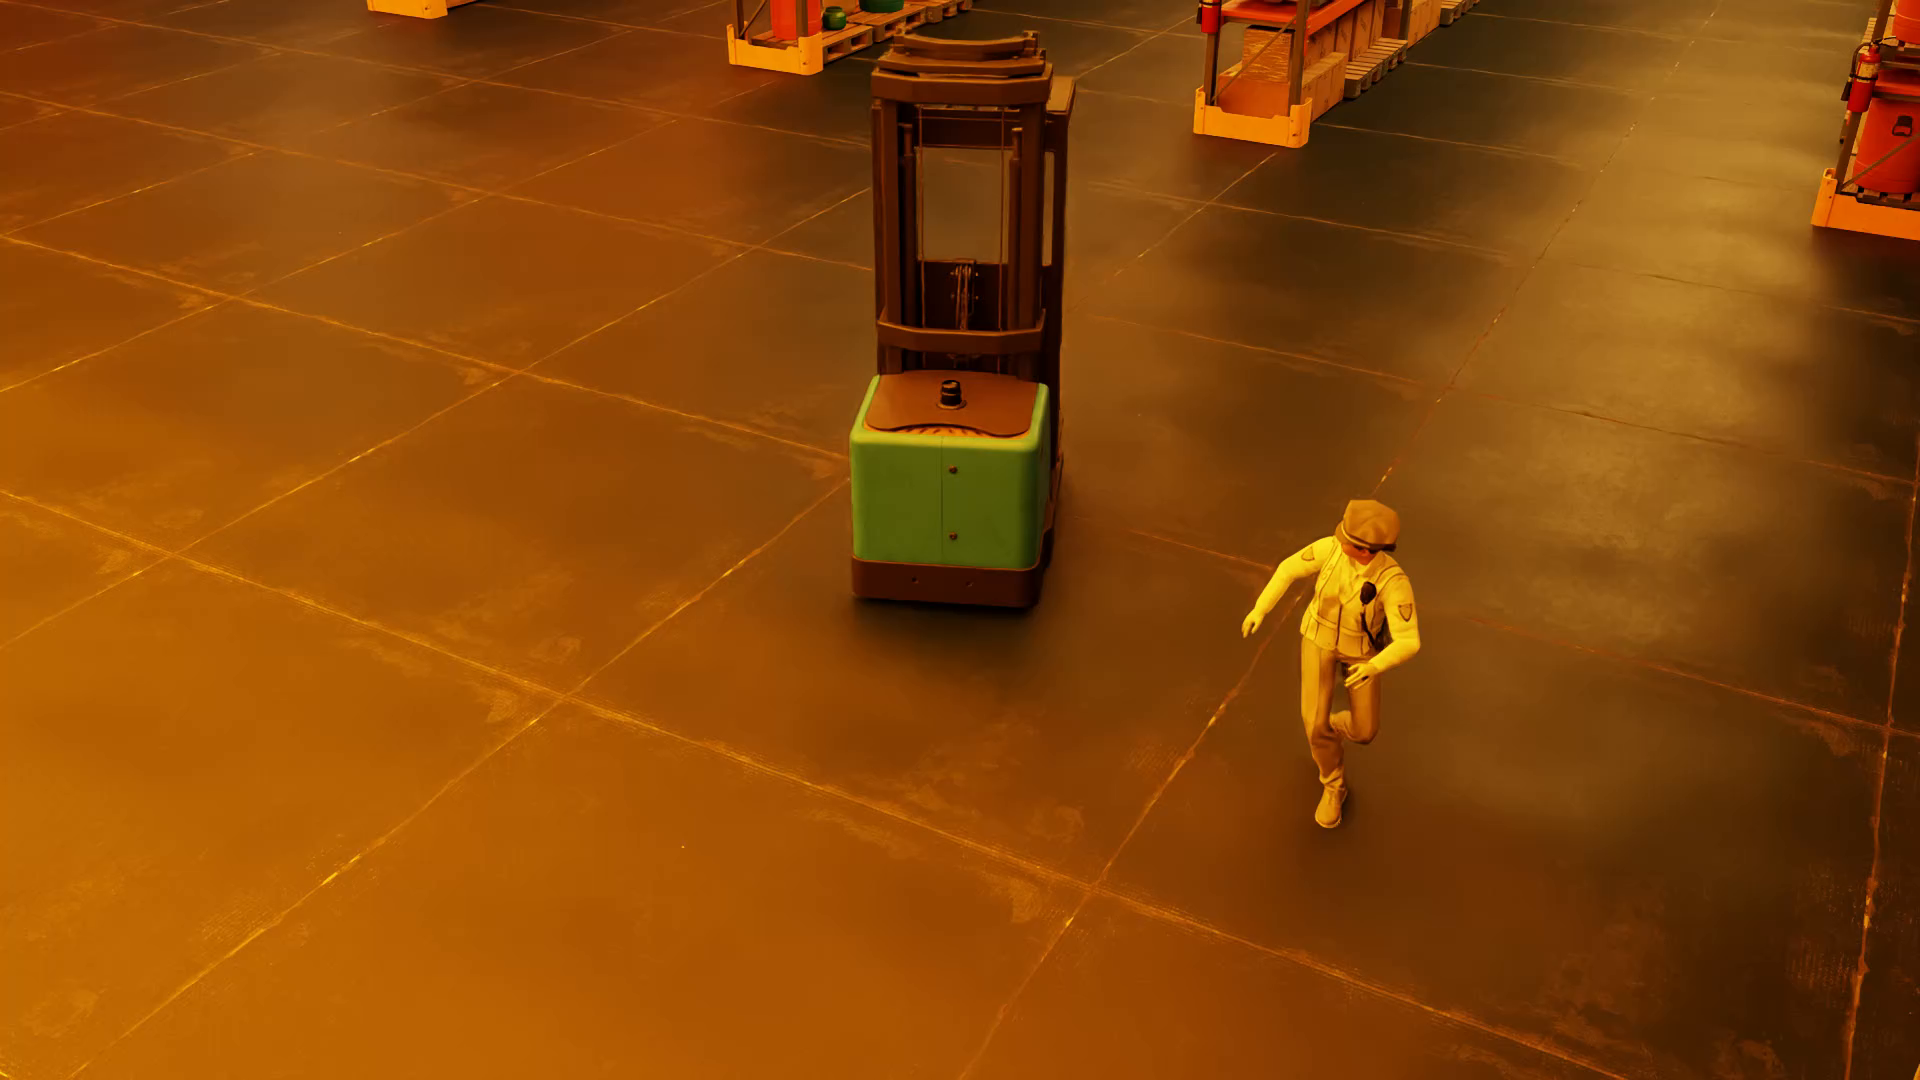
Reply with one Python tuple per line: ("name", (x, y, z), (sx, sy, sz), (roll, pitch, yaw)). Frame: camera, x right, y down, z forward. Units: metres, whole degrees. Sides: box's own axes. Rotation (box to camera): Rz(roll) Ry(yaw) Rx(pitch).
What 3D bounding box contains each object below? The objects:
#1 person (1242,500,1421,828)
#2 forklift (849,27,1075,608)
("person", (1.661, 0.525, 7.559), (0.814, 1.552, 0.791), (11, 32, 18))
("forklift", (0.081, -1.609, 9.858), (1.130, 2.935, 3.031), (3, 30, 6))
